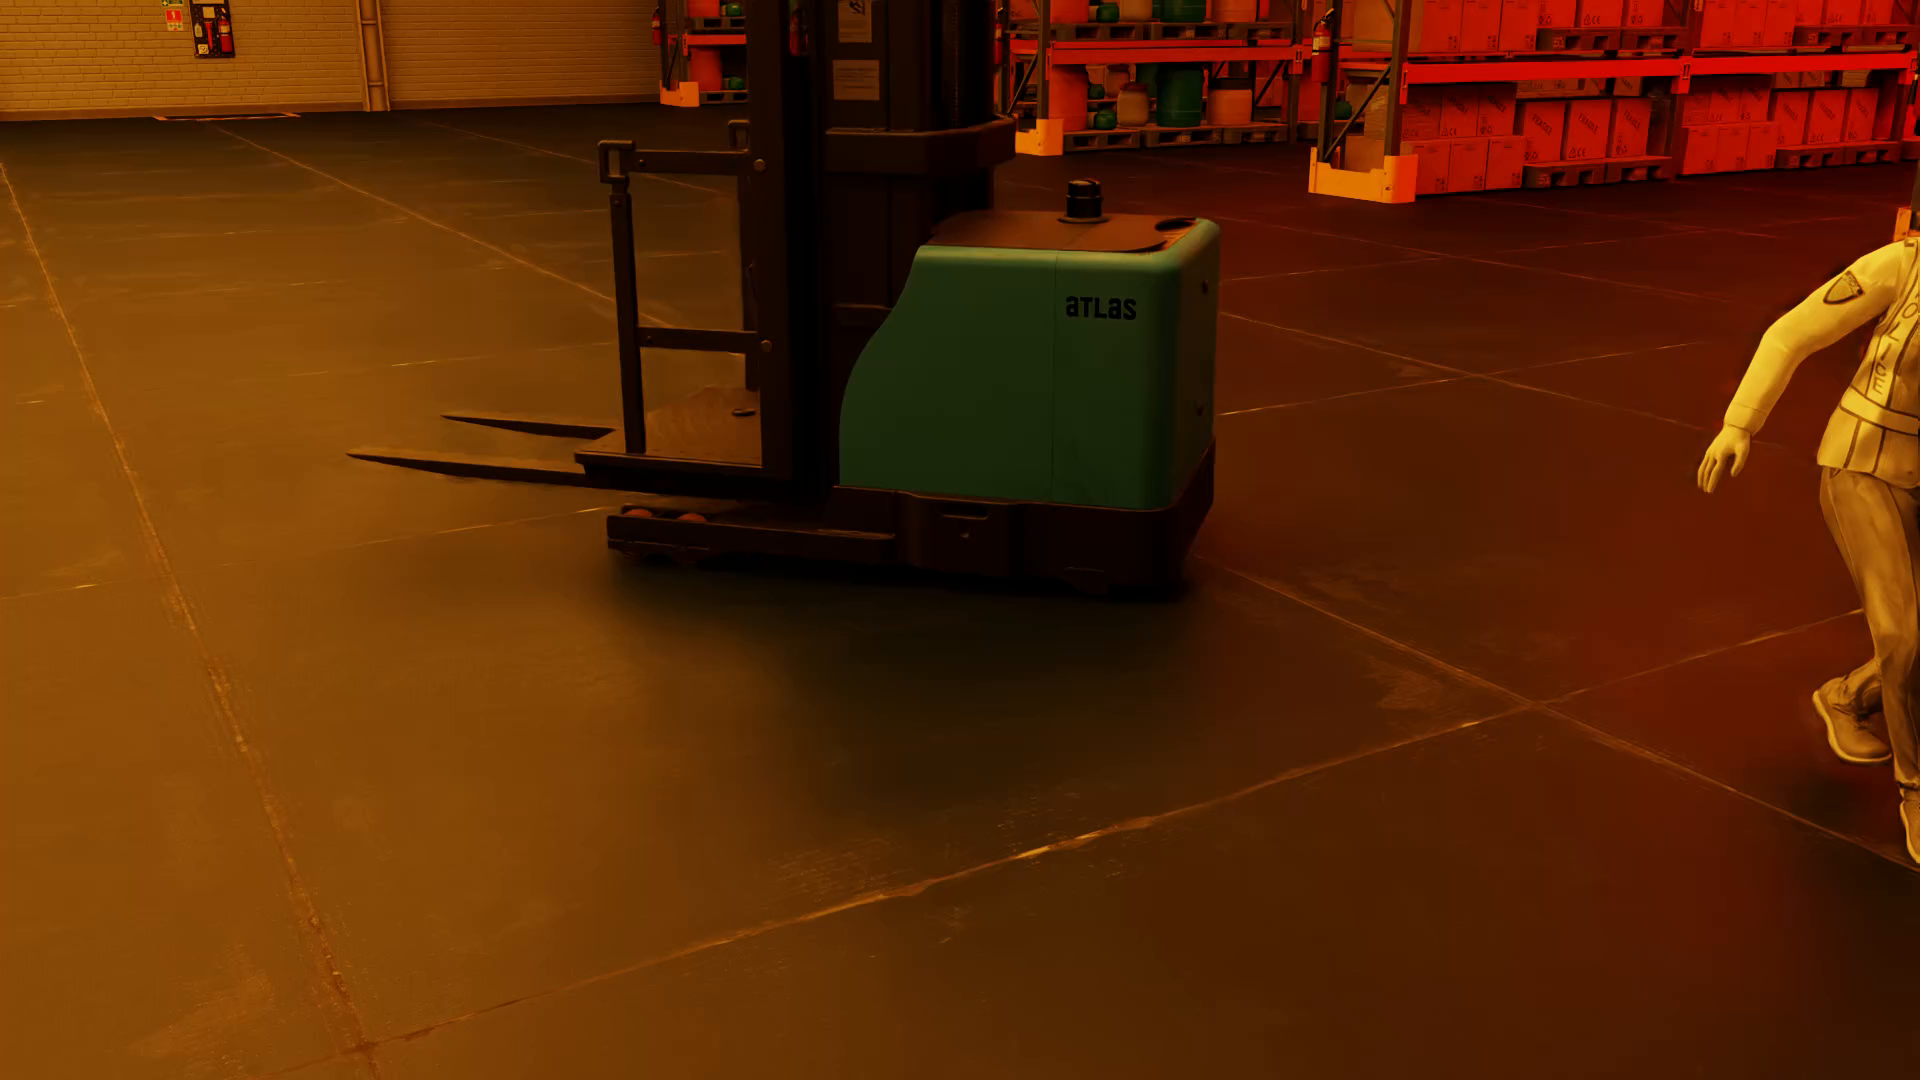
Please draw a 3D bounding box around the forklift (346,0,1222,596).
[{"bbox_3d":[-0.673,-1.462,5.520,3.031,2.935,1.130,5,19,16],"label":"forklift"}]

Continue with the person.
[{"bbox_3d":[2.037,-0.098,3.563,0.814,1.552,0.802,3,18,10],"label":"person"}]
